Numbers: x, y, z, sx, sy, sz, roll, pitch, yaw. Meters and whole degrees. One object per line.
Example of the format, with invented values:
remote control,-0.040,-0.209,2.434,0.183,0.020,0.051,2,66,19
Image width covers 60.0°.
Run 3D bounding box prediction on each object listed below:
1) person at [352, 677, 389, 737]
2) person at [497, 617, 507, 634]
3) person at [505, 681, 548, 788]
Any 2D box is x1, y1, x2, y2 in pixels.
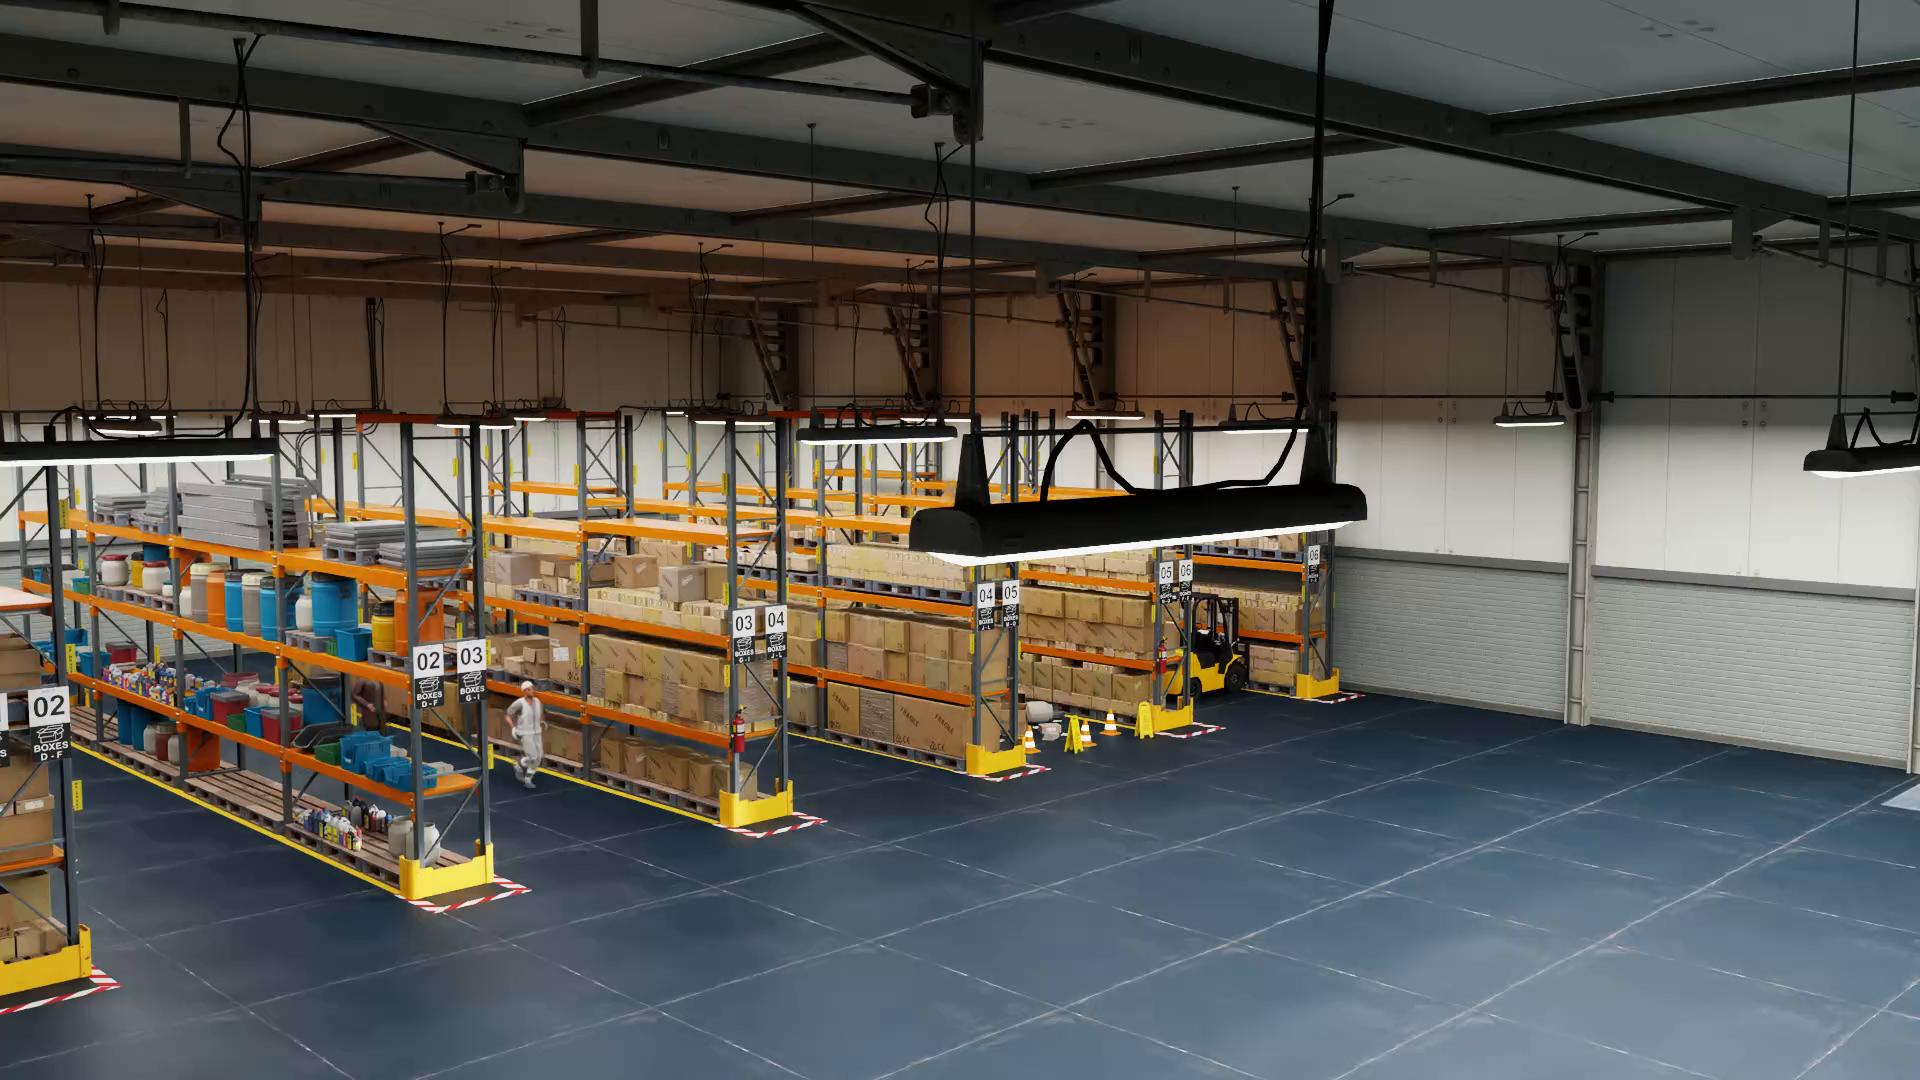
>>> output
person,-10.173,2.964,28.739,0.820,1.743,0.702,3,6,31
person,-11.161,1.957,40.716,0.842,1.718,0.729,-2,5,-21
person,-6.907,3.138,26.762,0.587,1.742,0.653,4,6,38
